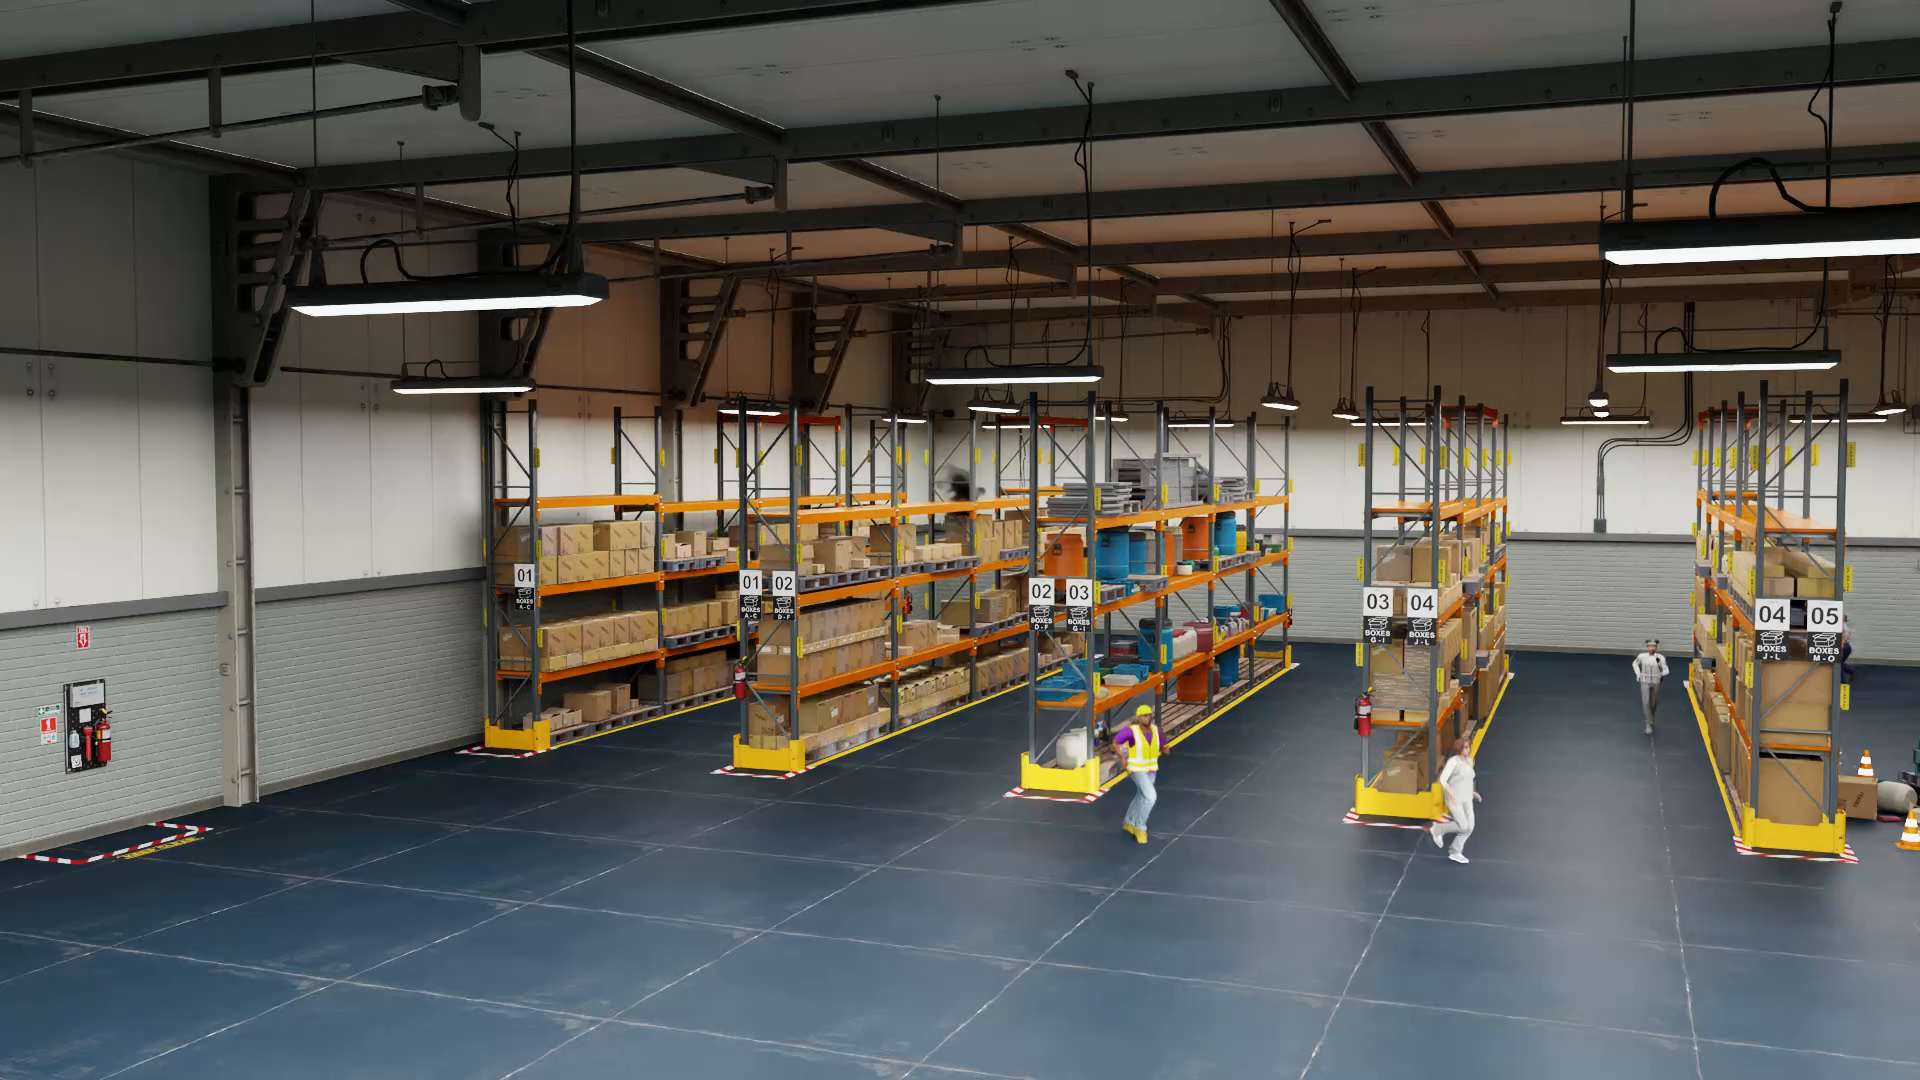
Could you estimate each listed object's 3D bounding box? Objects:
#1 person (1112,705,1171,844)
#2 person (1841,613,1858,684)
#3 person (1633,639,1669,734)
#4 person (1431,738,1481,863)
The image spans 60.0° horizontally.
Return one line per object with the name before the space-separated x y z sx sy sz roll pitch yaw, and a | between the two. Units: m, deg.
person | 2.420 3.063 21.798 0.661 1.823 0.747 -2 3 -35
person | 19.384 2.419 36.442 0.603 1.613 0.603 1 3 20
person | 12.669 2.649 30.490 0.616 1.708 0.904 1 3 19
person | 6.157 3.217 20.650 0.527 1.551 0.574 -2 3 -34
